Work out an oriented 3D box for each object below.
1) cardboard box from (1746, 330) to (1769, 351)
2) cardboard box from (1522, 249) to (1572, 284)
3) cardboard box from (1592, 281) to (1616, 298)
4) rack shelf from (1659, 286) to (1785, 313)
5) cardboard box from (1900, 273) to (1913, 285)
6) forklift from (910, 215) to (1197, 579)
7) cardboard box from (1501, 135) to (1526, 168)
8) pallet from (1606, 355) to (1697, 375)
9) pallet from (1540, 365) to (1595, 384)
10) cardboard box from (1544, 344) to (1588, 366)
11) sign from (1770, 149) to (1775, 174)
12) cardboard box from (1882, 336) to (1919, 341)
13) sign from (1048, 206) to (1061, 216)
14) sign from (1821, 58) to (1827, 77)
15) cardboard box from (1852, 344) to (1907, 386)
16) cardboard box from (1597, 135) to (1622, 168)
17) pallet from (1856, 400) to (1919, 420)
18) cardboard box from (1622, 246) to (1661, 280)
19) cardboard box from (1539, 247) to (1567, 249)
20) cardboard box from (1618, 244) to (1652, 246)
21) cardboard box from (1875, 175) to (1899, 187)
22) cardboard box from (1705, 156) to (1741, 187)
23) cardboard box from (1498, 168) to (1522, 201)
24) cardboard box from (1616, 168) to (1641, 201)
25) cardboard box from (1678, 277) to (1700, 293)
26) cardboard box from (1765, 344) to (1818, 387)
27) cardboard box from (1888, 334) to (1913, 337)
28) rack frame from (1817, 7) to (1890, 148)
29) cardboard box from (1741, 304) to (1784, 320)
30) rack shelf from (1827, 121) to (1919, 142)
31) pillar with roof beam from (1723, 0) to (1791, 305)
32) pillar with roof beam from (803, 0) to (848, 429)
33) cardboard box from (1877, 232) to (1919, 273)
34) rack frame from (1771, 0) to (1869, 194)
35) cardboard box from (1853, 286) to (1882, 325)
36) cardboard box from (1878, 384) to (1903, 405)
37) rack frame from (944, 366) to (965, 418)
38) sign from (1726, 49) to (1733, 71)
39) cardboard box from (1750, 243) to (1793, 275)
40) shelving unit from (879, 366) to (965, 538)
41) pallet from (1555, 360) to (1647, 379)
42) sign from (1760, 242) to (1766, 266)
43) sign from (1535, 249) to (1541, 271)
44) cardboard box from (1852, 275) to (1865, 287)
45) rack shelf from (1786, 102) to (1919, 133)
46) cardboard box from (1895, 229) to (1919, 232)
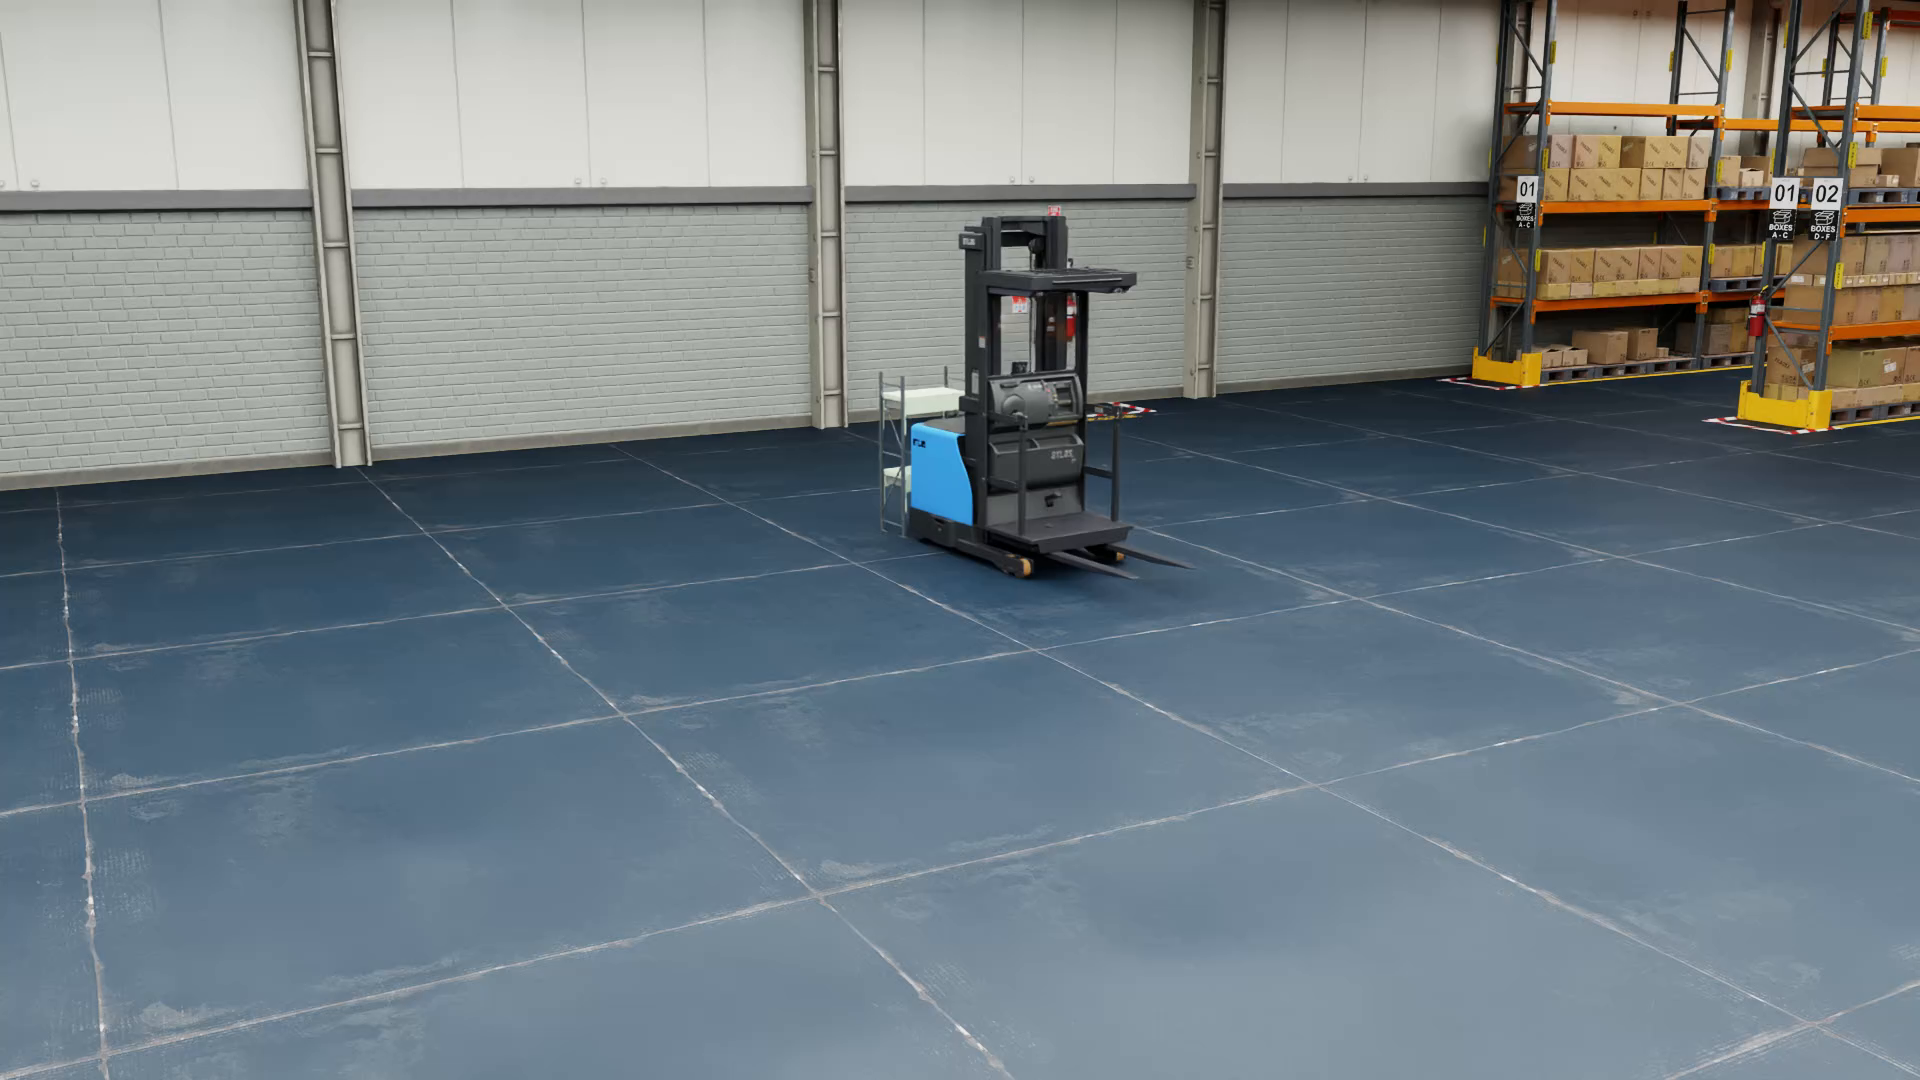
[{"bbox_3d":[13.663,-3.590,29.061,0.500,0.500,0.700,-7,14,-27],"label":"cardboard box"},{"bbox_3d":[9.181,-4.278,26.016,0.500,0.500,0.500,-7,14,-28],"label":"cardboard box"},{"bbox_3d":[10.097,-4.020,26.577,0.500,0.250,0.500,-7,15,-29],"label":"cardboard box"},{"bbox_3d":[13.884,-4.264,29.002,4.000,0.370,1.077,-7,14,-28],"label":"rack shelf"},{"bbox_3d":[12.572,-3.530,22.399,0.250,0.149,0.380,-7,14,-29],"label":"cardboard box"},{"bbox_3d":[0.775,-1.231,14.043,1.130,2.935,3.031,-8,15,-33],"label":"forklift"},{"bbox_3d":[8.871,-6.089,26.091,0.500,0.500,0.500,-6,14,-25],"label":"cardboard box"},{"bbox_3d":[11.556,-2.966,27.950,1.213,0.211,1.003,-7,14,-28],"label":"pallet"},{"bbox_3d":[9.414,-2.710,26.809,1.213,0.211,1.003,-7,14,-28],"label":"pallet"},{"bbox_3d":[9.769,-3.002,26.878,0.500,0.311,0.500,-6,14,-23],"label":"cardboard box"},{"bbox_3d":[10.747,-4.992,21.931,0.005,0.325,0.100,-7,14,-28],"label":"sign"},{"bbox_3d":[13.513,-2.637,23.732,0.500,0.500,0.500,-7,14,-28],"label":"cardboard box"},{"bbox_3d":[1.309,-4.489,23.086,0.199,0.298,0.001,-7,14,-28],"label":"sign"},{"bbox_3d":[15.370,-8.391,29.553,0.005,0.325,0.100,-7,14,-28],"label":"sign"},{"bbox_3d":[12.442,-2.380,22.592,0.500,0.500,0.500,-7,14,-28],"label":"cardboard box"},{"bbox_3d":[9.981,-6.086,26.078,0.500,0.500,0.500,-6,14,-26],"label":"cardboard box"},{"bbox_3d":[12.715,-1.885,23.144,1.213,0.211,1.003,-7,14,-28],"label":"pallet"},{"bbox_3d":[10.979,-4.493,26.970,0.500,0.500,0.500,-7,15,-29],"label":"cardboard box"},{"bbox_3d":[9.376,-4.427,26.679,0.500,0.500,0.500,-7,14,-27],"label":"cardboard box"},{"bbox_3d":[11.160,-4.644,27.640,0.500,0.500,0.500,-7,14,-28],"label":"cardboard box"},{"bbox_3d":[12.112,-4.733,21.914,0.250,0.149,0.380,-7,14,-28],"label":"cardboard box"},{"bbox_3d":[12.647,-6.163,27.789,0.500,0.500,0.500,-5,13,-20],"label":"cardboard box"},{"bbox_3d":[8.863,-5.598,26.188,0.500,0.500,0.500,-6,14,-24],"label":"cardboard box"},{"bbox_3d":[10.433,-5.658,26.453,0.500,0.500,0.500,-6,14,-24],"label":"cardboard box"},{"bbox_3d":[11.858,-4.233,27.521,0.500,0.250,0.500,-7,14,-28],"label":"cardboard box"},{"bbox_3d":[11.323,-2.372,22.557,0.500,0.500,0.500,-7,14,-28],"label":"cardboard box"},{"bbox_3d":[17.120,-4.124,30.683,0.750,0.750,0.750,-7,14,-28],"label":"cardboard box"},{"bbox_3d":[15.640,-7.752,29.199,0.127,3.000,1.000,-7,14,-28],"label":"rack frame"},{"bbox_3d":[14.053,-3.997,29.163,0.500,0.250,0.500,-7,14,-28],"label":"cardboard box"},{"bbox_3d":[17.395,-7.416,30.257,4.000,0.370,1.077,-7,14,-28],"label":"rack shelf"},{"bbox_3d":[16.147,-6.952,25.646,0.548,9.000,9.100,-7,14,-28],"label":"pillar with roof beam"},{"bbox_3d":[0.348,-5.058,17.232,0.400,9.000,9.100,-7,14,-28],"label":"pillar with roof beam"},{"bbox_3d":[12.798,-3.925,22.678,0.500,0.500,0.700,-7,14,-28],"label":"cardboard box"},{"bbox_3d":[10.995,-5.956,21.219,0.127,3.000,1.000,-7,14,-28],"label":"rack frame"},{"bbox_3d":[11.869,-3.181,22.324,0.500,0.500,0.700,-6,14,-26],"label":"cardboard box"},{"bbox_3d":[12.448,-2.012,22.664,0.500,0.250,0.500,-7,14,-28],"label":"cardboard box"},{"bbox_3d":[-0.029,-0.880,15.743,0.023,1.500,0.400,-9,15,-34],"label":"rack frame"},{"bbox_3d":[12.372,-7.719,26.745,0.005,0.325,0.100,-7,14,-28],"label":"sign"},{"bbox_3d":[14.149,-4.902,28.969,0.500,0.500,0.700,-7,14,-28],"label":"cardboard box"},{"bbox_3d":[-0.327,-0.833,15.536,0.755,1.500,0.431,-9,15,-34],"label":"shelving unit"},{"bbox_3d":[10.484,-2.837,27.376,1.213,0.211,1.003,-7,14,-28],"label":"pallet"},{"bbox_3d":[10.747,-3.816,22.196,0.005,0.325,0.100,-7,14,-28],"label":"sign"},{"bbox_3d":[8.878,-4.301,25.559,0.005,0.325,0.100,-7,14,-28],"label":"sign"},{"bbox_3d":[11.673,-3.422,21.921,0.250,0.149,0.380,-7,15,-29],"label":"cardboard box"},{"bbox_3d":[12.750,-5.620,22.277,4.000,0.370,1.077,-7,14,-28],"label":"rack shelf"},{"bbox_3d":[17.070,-5.503,30.210,0.500,0.250,0.500,-7,14,-27],"label":"cardboard box"}]
